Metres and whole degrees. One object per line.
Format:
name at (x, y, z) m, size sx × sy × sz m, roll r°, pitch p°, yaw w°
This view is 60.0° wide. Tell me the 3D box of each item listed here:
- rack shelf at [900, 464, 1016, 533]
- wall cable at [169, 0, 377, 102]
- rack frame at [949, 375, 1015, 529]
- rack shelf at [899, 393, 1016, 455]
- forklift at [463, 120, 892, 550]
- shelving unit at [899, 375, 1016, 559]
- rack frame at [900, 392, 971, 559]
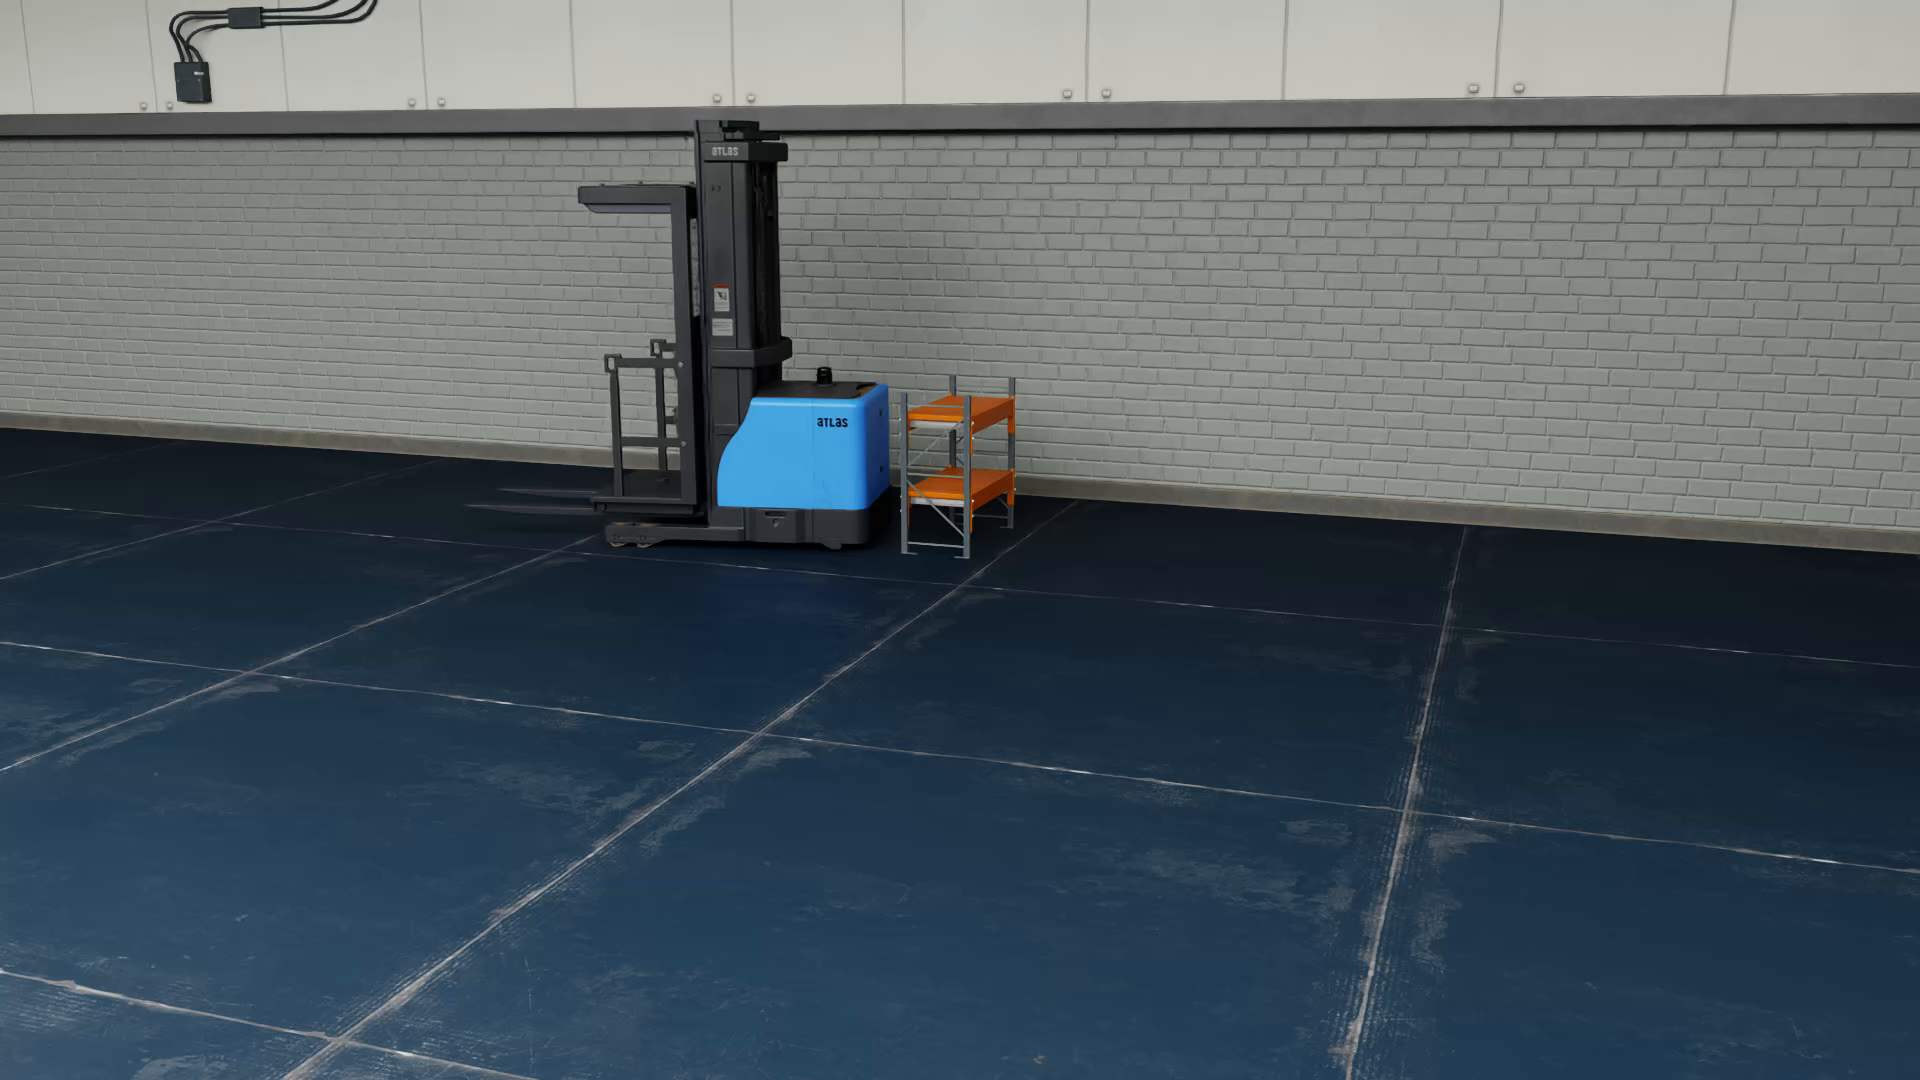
rack shelf at (-0.002, -0.309, 11.911) m, size 0.538 × 0.278 × 1.000 m, roll 4°, pitch 14°, yaw 18°
wall cable at (-6.144, -6.910, 14.396) m, size 2.305 × 6.003 × 0.169 m, roll 4°, pitch 14°, yaw 18°
rack frame at (0.162, -0.654, 12.325) m, size 0.500 × 1.125 × 0.032 m, roll 4°, pitch 14°, yaw 18°
rack shelf at (-0.002, -0.832, 11.791) m, size 0.538 × 0.278 × 1.000 m, roll 4°, pitch 14°, yaw 18°
forklift at (-2.070, -1.489, 11.926) m, size 3.031 × 2.935 × 1.130 m, roll 2°, pitch 13°, yaw 8°
shelving unit at (-0.002, -0.547, 11.857) m, size 0.538 × 1.125 × 1.048 m, roll 4°, pitch 14°, yaw 18°
rack frame at (-0.167, -0.440, 11.388) m, size 0.500 × 1.125 × 0.032 m, roll 4°, pitch 14°, yaw 18°
